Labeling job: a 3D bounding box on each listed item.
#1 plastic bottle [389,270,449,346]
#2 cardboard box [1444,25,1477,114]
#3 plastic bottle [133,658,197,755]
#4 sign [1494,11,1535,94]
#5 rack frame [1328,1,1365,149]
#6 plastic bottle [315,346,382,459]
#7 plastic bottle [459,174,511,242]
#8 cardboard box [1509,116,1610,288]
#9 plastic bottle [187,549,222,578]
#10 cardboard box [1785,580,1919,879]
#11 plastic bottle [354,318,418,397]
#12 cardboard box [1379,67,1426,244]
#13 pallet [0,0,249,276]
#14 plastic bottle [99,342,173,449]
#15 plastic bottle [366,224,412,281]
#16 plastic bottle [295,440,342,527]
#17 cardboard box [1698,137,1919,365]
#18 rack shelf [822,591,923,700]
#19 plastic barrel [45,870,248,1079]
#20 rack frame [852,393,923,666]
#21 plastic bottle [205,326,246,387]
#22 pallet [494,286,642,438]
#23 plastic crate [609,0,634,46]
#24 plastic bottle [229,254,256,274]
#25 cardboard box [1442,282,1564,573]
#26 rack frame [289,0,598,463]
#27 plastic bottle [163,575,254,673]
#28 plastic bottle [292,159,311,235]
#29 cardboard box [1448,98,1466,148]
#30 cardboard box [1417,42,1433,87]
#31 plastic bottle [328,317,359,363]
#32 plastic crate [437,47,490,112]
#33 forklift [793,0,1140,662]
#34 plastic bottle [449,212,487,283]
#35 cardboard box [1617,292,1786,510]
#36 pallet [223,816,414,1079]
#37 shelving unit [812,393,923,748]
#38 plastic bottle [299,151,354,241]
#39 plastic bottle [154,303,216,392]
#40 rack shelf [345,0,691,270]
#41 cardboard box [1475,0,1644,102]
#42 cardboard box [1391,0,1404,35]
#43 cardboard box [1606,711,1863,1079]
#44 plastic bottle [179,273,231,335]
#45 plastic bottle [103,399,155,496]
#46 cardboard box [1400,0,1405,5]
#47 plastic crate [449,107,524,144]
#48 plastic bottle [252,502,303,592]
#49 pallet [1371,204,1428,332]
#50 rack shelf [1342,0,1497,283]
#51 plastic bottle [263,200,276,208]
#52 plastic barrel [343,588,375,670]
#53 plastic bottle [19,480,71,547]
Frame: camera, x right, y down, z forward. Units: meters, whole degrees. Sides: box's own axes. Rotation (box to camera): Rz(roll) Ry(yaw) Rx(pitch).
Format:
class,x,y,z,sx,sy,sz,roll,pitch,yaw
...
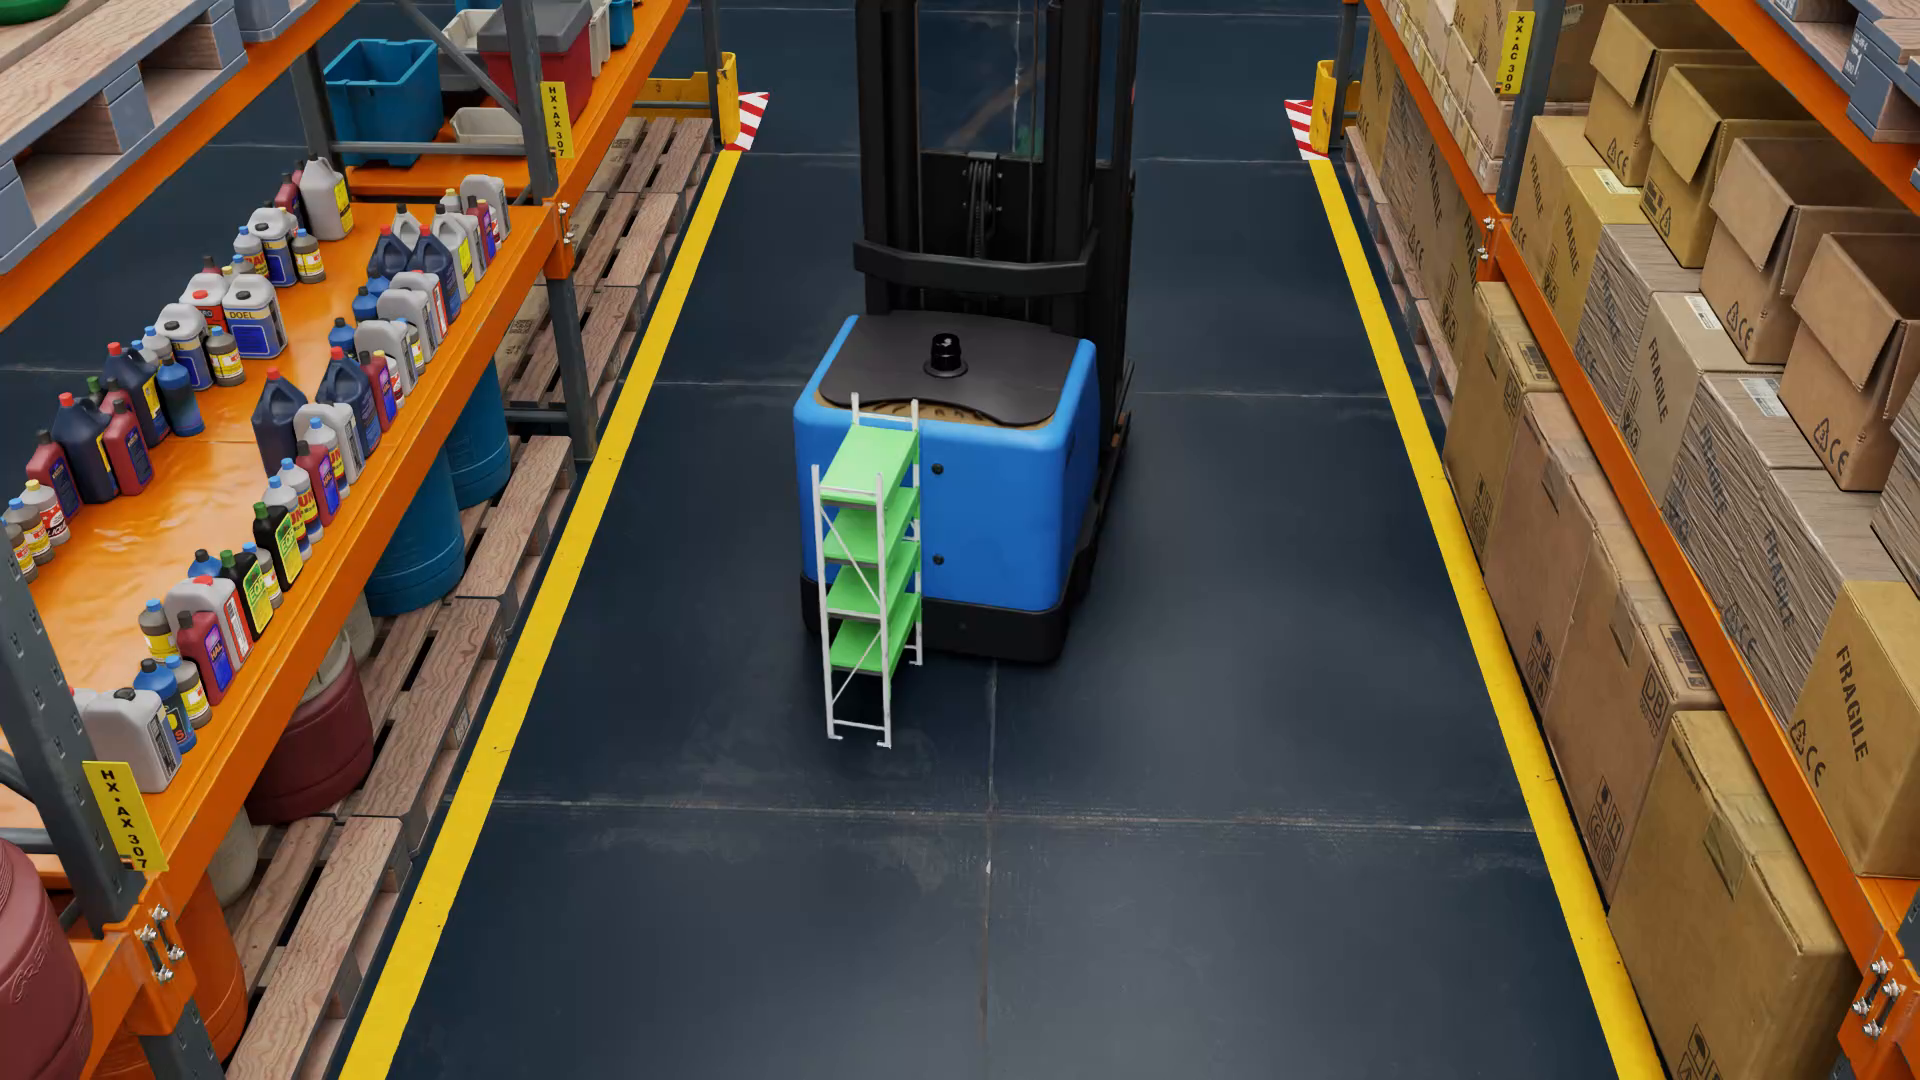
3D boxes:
class,x,y,z,sx,sy,sz,roll,pitch,yaw
plastic bottle,-1.939,-0.849,5.957,0.152,0.276,0.135,1,35,2
cardboard box,2.511,-2.136,7.552,0.500,0.250,0.500,2,35,3
plastic bottle,-2.000,0.411,4.169,0.097,0.271,0.097,0,35,0
sign,2.183,-1.917,6.547,0.100,0.325,0.005,1,35,2
rack frame,2.898,-3.817,10.072,1.000,3.000,0.127,1,35,2
plastic bottle,-1.966,-0.444,5.316,0.144,0.351,0.185,1,35,2
plastic bottle,-1.904,-1.348,6.668,0.152,0.276,0.135,1,35,2
cardboard box,2.469,-1.301,6.406,0.500,0.500,0.500,1,35,2
plastic bottle,-2.042,0.143,4.549,0.097,0.271,0.097,0,35,0
cardboard box,2.349,0.449,3.915,0.500,0.500,0.500,2,35,3
plastic bottle,-1.954,-0.638,5.657,0.152,0.276,0.135,1,35,2
cardboard box,2.916,-2.227,9.293,0.875,0.875,0.875,1,35,2
pallet,-2.244,-0.922,3.509,1.003,0.211,1.213,1,35,2
plastic bottle,-2.675,-0.487,5.377,0.144,0.351,0.185,1,35,2
plastic bottle,-2.073,-0.974,6.070,0.144,0.351,0.185,1,35,2
plastic bottle,-1.940,-0.191,5.015,0.061,0.283,0.133,1,35,2
cardboard box,2.672,-0.851,4.893,0.797,0.503,0.637,2,35,3
rack shelf,-0.320,0.371,6.206,0.258,0.148,0.480,7,36,10
plastic barrel,-2.370,1.100,4.599,0.600,0.830,0.708,1,35,2
rack frame,-0.266,-0.014,6.226,0.240,1.200,0.015,7,36,10
plastic bottle,-2.532,-0.637,5.721,0.097,0.201,0.097,0,35,0
pallet,-2.221,-0.915,8.369,1.003,0.211,1.213,1,35,2
plastic crate,-1.877,-2.701,8.578,0.416,0.233,0.300,1,35,2
plastic bottle,-2.661,-0.962,6.183,0.097,0.201,0.097,0,35,0
cardboard box,2.732,-0.453,6.768,1.225,0.875,0.875,1,35,2
rack frame,-2.211,-1.633,6.965,1.000,3.000,0.127,1,35,2
plastic bottle,-2.013,0.209,4.452,0.152,0.276,0.135,1,35,2
plastic bottle,-2.652,-1.384,6.713,0.061,0.283,0.133,1,35,2
cardboard box,2.443,-1.894,7.555,0.380,0.149,0.250,1,35,1
cardboard box,2.474,-2.337,8.185,0.380,0.149,0.250,1,35,1
plastic bottle,-2.079,-0.628,5.647,0.097,0.271,0.097,0,35,0
plastic crate,-2.435,-2.194,7.951,0.437,0.125,0.590,1,35,2
forklift,0.192,-1.568,6.932,1.130,2.935,3.031,7,36,10
plastic bottle,-1.919,-1.138,6.369,0.152,0.276,0.135,1,35,2
cardboard box,2.414,-0.428,5.163,0.500,0.500,0.500,2,35,3
pallet,-2.382,1.352,5.143,1.003,0.211,1.213,1,35,2
shelving unit,-0.320,0.123,6.032,0.258,1.200,0.503,7,36,10
plastic bottle,-2.551,-1.395,6.669,0.144,0.351,0.185,1,35,2
plastic bottle,-2.657,-0.660,5.688,0.152,0.276,0.135,1,35,2
rack shelf,-2.131,-2.488,8.807,1.077,0.370,4.000,1,35,2
cardboard box,2.489,-2.156,6.929,0.500,0.500,0.500,2,35,3
cardboard box,2.505,-2.779,8.814,0.380,0.149,0.250,1,35,1
cardboard box,2.625,1.081,4.586,1.225,0.875,0.875,0,35,0
plastic bottle,-2.648,-0.793,5.878,0.152,0.276,0.135,1,35,2
plastic bottle,-2.585,-0.289,5.154,0.061,0.283,0.133,1,35,2
cardboard box,2.571,-3.020,8.810,0.500,0.250,0.500,0,35,0
plastic crate,-2.050,-1.814,7.399,0.396,0.136,0.243,1,35,2
plastic bottle,-1.953,-0.003,4.746,0.061,0.283,0.133,1,35,2
pallet,2.892,-1.516,9.223,1.003,0.211,1.213,1,35,2
rack shelf,2.818,-2.373,8.644,1.077,0.370,4.000,1,35,2
plastic bottle,-2.648,-1.180,6.433,0.097,0.271,0.097,0,35,0
plastic barrel,-2.391,0.254,6.078,0.421,0.512,0.421,0,35,0
plastic bottle,-2.723,-0.086,4.936,0.097,0.201,0.097,0,35,0
